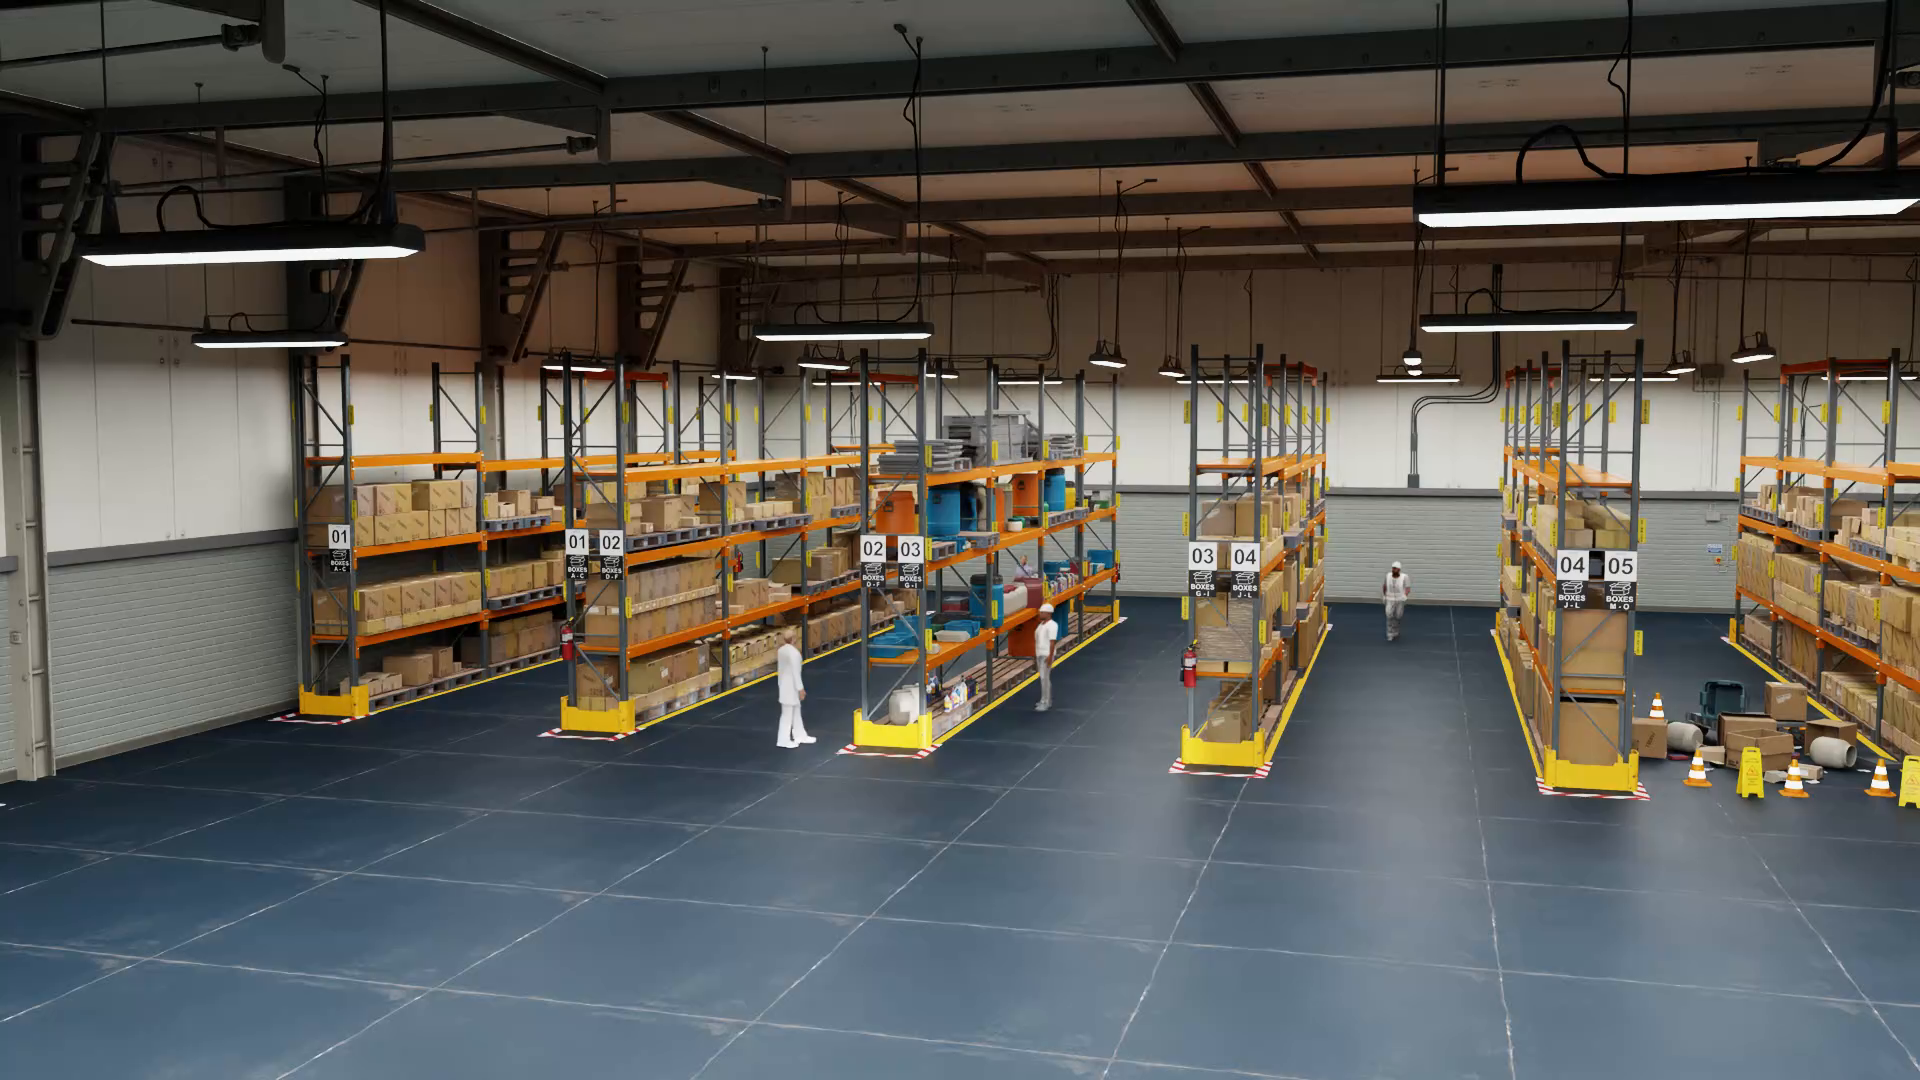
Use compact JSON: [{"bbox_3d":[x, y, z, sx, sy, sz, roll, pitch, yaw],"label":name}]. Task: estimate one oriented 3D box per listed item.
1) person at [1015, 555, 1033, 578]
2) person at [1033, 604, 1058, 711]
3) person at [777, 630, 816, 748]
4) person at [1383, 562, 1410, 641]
[{"bbox_3d":[1.528,1.165,40.406,0.538,1.585,0.934,2,5,23],"label":"person"},{"bbox_3d":[1.401,1.987,28.454,0.504,1.780,0.596,-2,5,-22],"label":"person"},{"bbox_3d":[-2.469,2.236,25.144,0.618,1.775,0.641,-1,4,-11],"label":"person"},{"bbox_3d":[9.753,1.381,37.165,0.587,1.808,0.878,1,4,16],"label":"person"}]
